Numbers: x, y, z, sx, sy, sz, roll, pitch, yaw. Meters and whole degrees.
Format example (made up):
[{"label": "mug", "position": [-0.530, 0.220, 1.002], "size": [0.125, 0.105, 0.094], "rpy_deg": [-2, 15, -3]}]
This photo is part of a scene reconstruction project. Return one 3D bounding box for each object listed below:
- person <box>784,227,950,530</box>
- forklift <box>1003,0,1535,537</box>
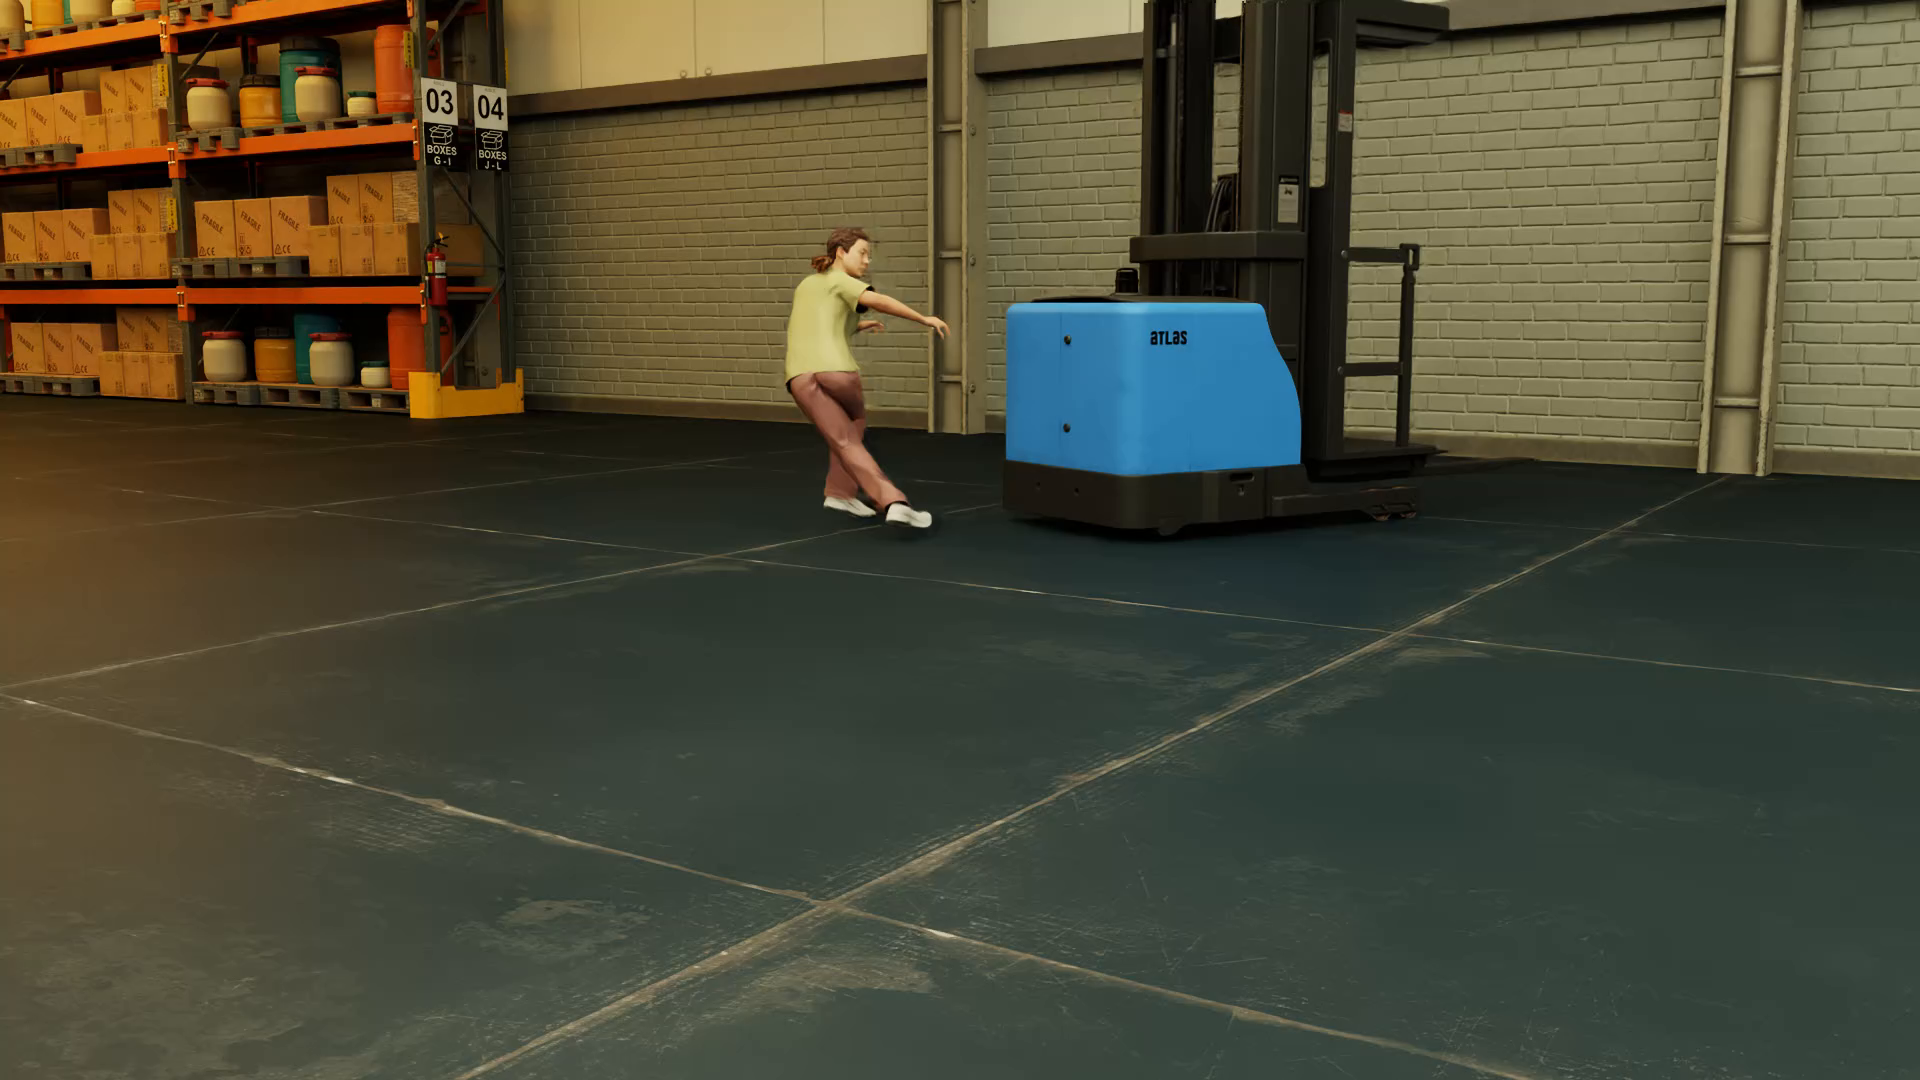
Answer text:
[{"label": "person", "position": [-0.434, -0.774, 8.008], "size": [0.866, 1.448, 0.960], "rpy_deg": [3, 9, 20]}, {"label": "forklift", "position": [1.724, -1.600, 8.443], "size": [3.031, 2.935, 1.130], "rpy_deg": [-5, 10, -33]}]
